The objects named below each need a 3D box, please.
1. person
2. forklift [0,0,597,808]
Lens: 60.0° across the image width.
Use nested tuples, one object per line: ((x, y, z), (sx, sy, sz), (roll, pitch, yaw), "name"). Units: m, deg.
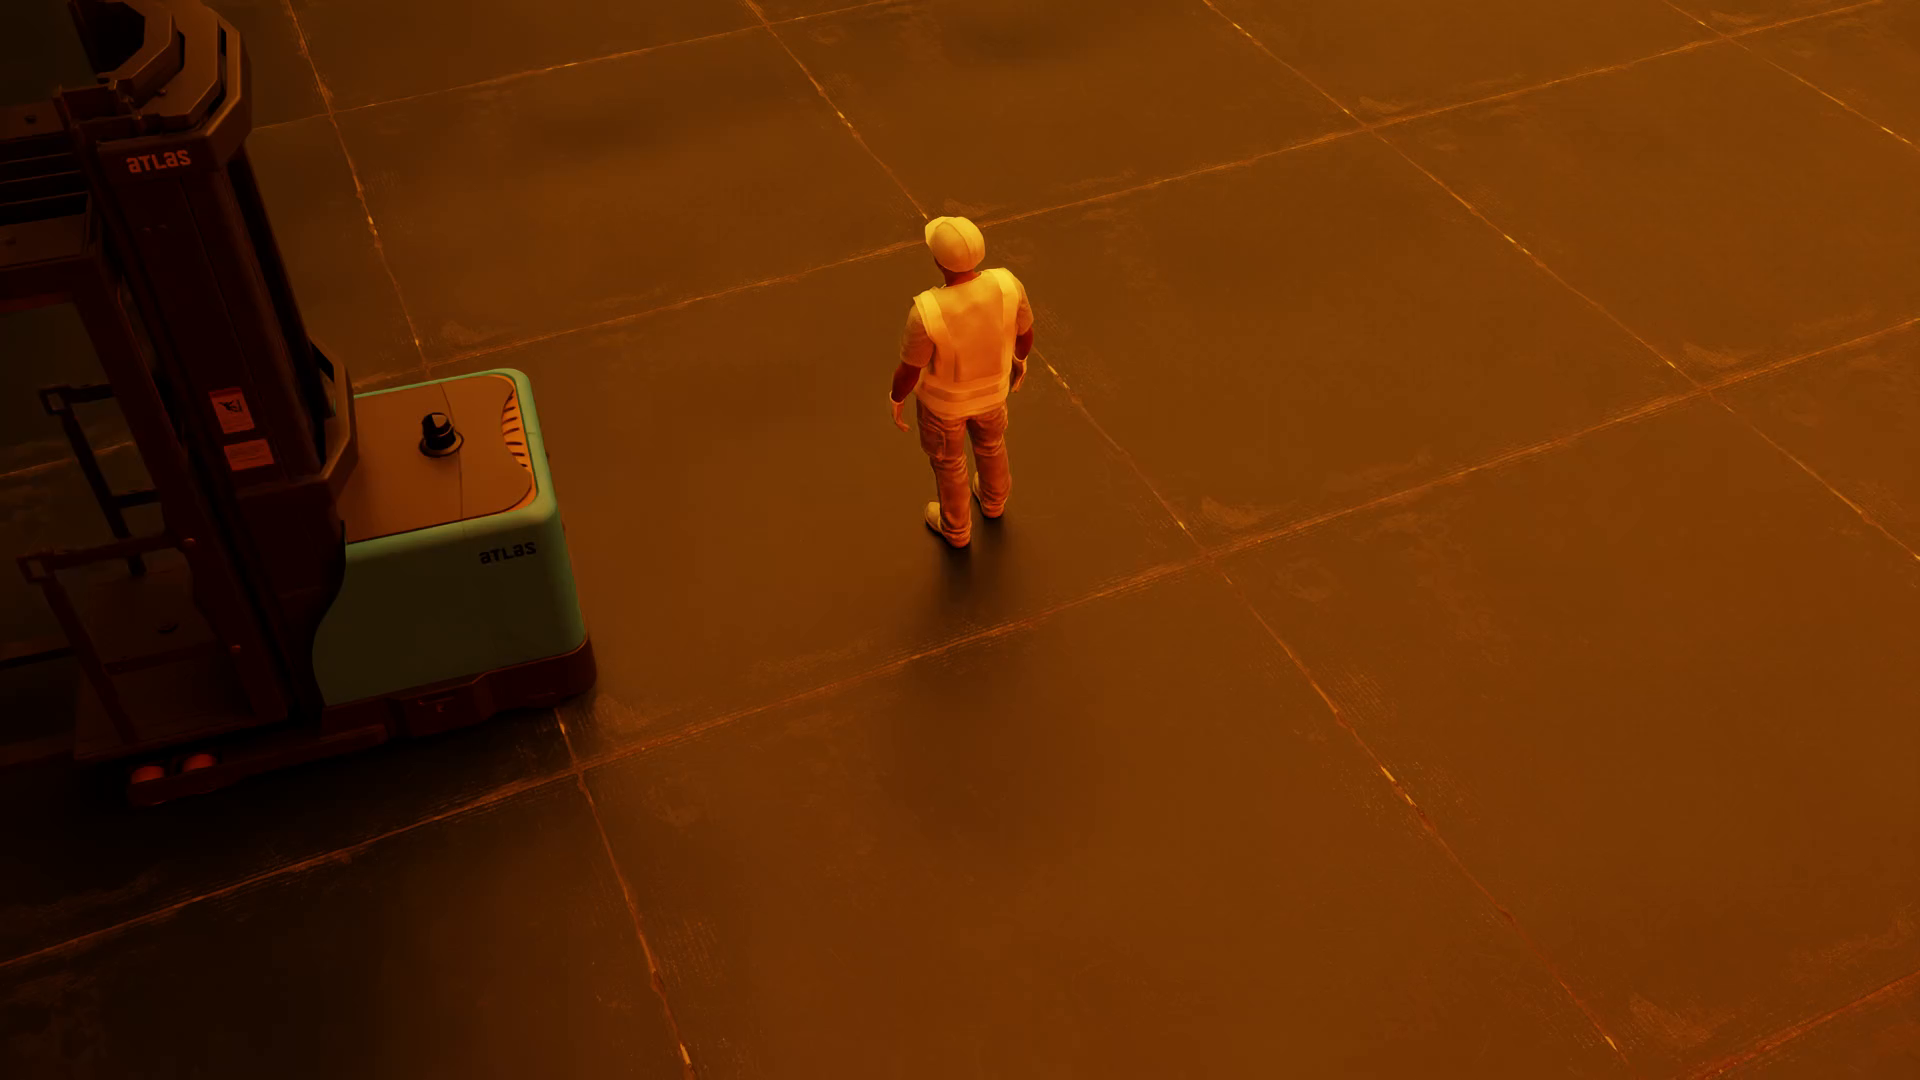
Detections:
((-0.022, -0.704, 7.265), (0.656, 1.781, 0.577), (-18, 46, -18), "person")
((-3.126, -0.412, 6.122), (3.031, 2.935, 1.130), (-12, 44, -13), "forklift")
